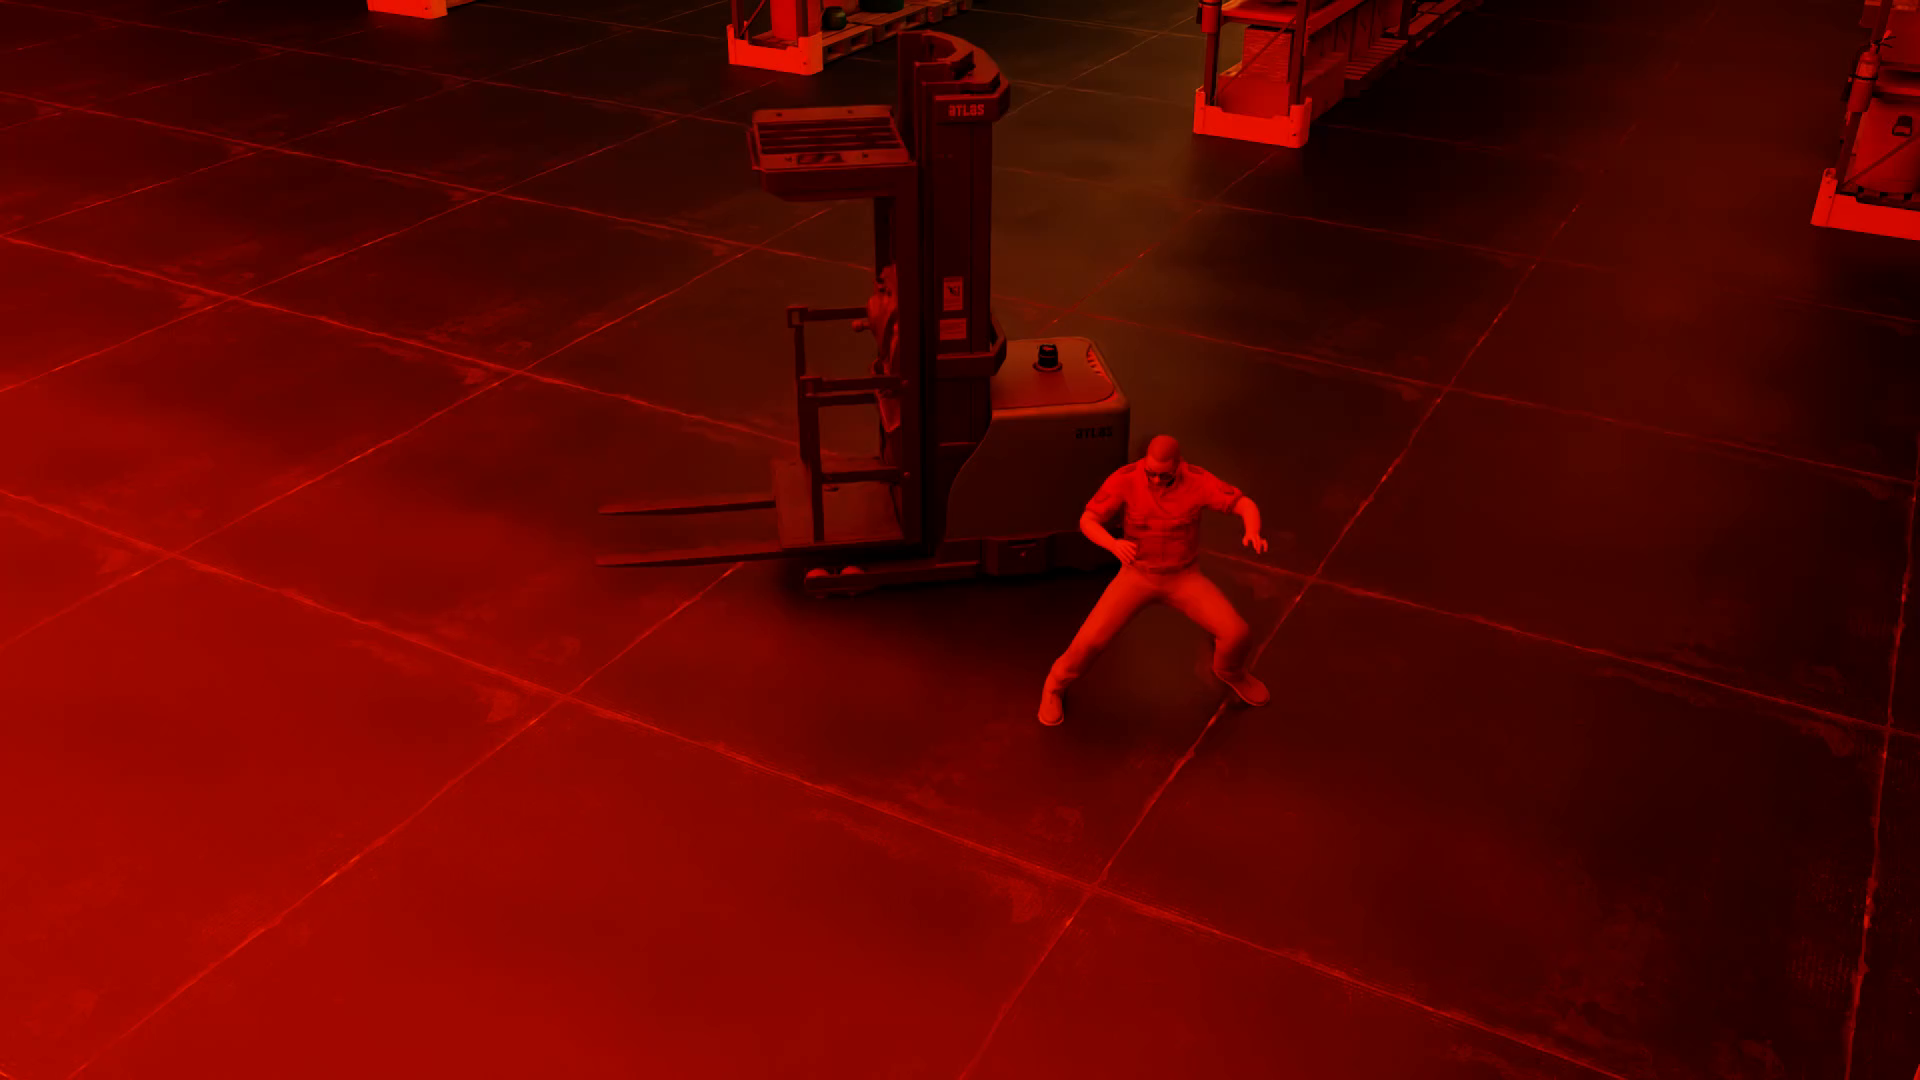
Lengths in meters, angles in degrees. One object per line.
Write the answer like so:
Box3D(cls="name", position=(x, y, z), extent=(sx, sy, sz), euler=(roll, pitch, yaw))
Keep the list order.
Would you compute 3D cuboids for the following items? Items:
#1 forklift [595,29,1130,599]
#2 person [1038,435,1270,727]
Box3D(cls="forklift", position=(-0.603, -1.220, 9.184), extent=(3.031, 2.935, 1.130), euler=(-5, 30, -8))
Box3D(cls="person", position=(0.995, 0.217, 8.147), extent=(1.146, 1.506, 0.688), euler=(6, 31, 10))
